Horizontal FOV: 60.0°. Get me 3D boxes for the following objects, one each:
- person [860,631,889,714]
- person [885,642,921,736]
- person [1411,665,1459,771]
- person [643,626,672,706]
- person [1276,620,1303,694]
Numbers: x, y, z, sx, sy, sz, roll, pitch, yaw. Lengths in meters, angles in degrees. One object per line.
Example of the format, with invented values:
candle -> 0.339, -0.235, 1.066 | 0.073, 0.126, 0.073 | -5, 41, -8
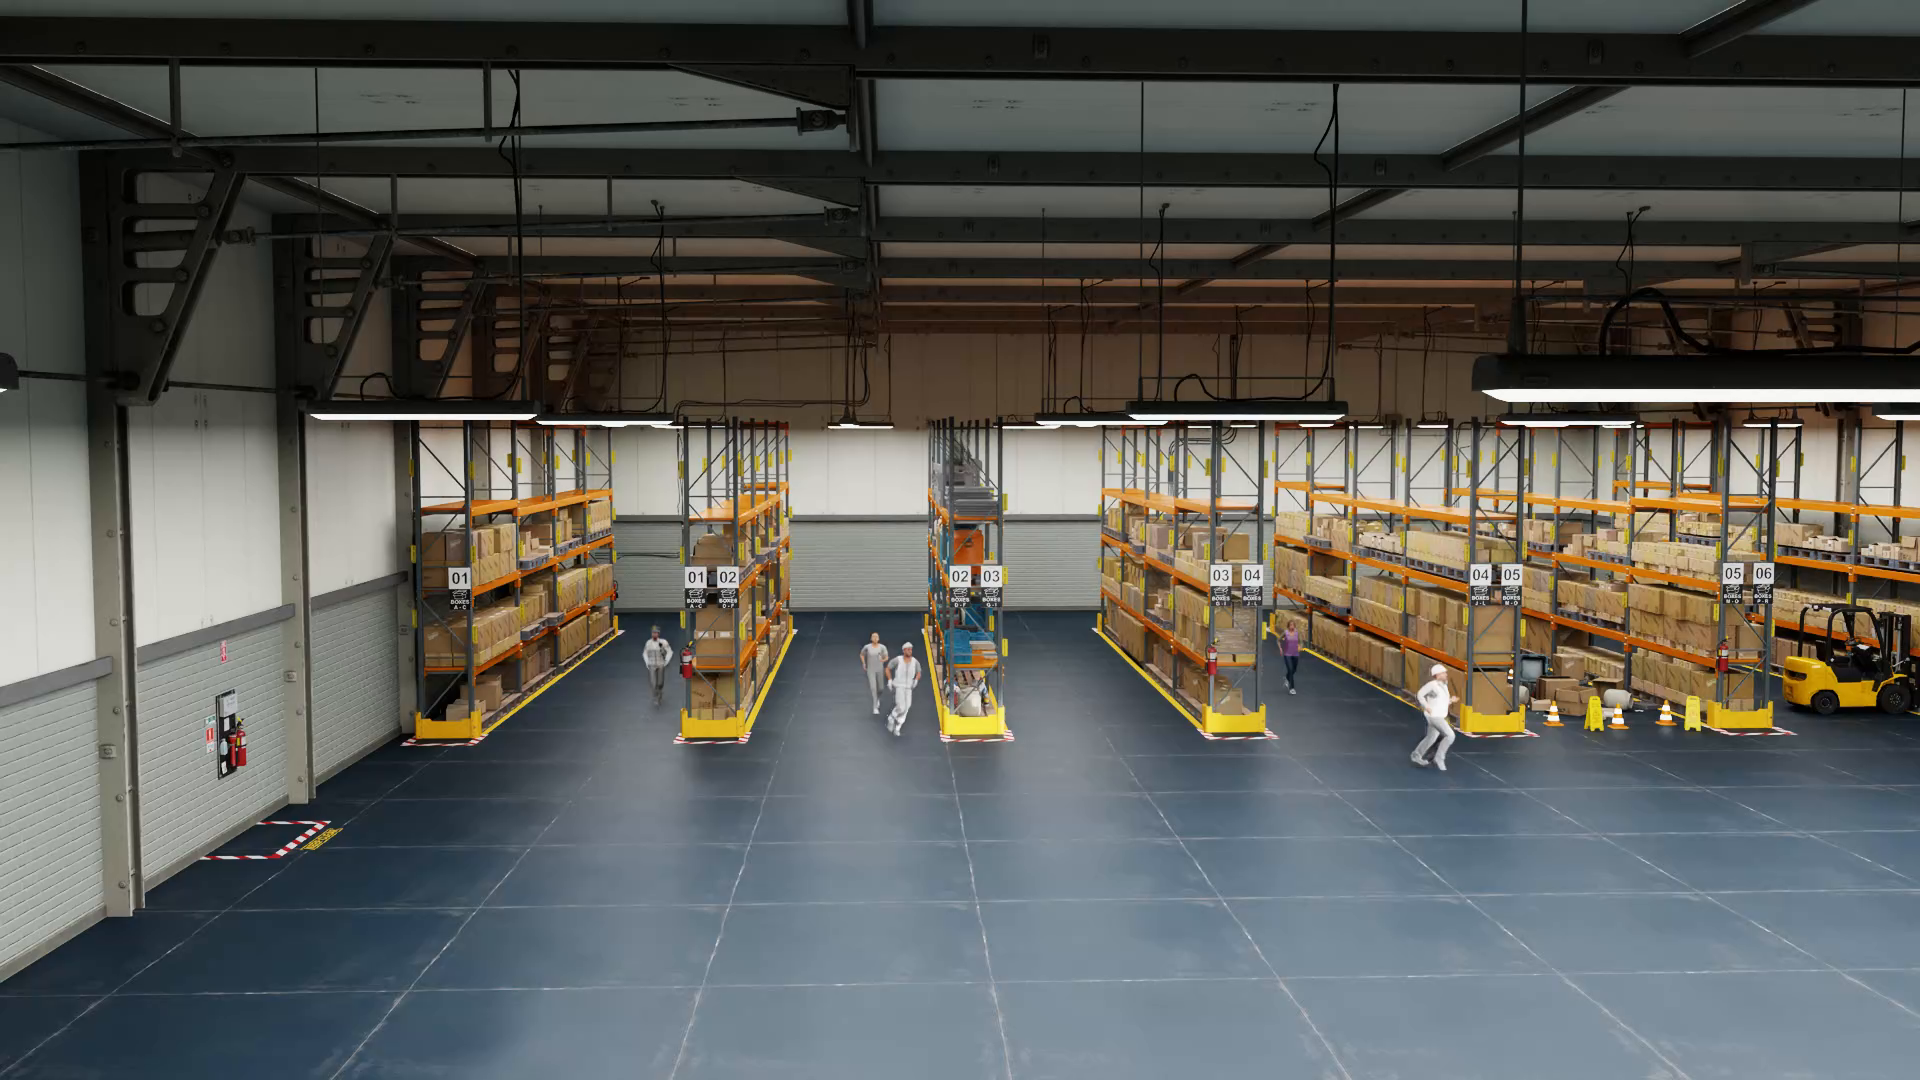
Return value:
person -> -1.735, 2.676, 33.875 | 0.575, 1.645, 0.914 | -1, 4, -10
person -> -1.028, 2.817, 31.390 | 0.662, 1.759, 0.557 | -2, 4, -24
person -> 8.064, 3.008, 28.248 | 0.786, 1.799, 0.640 | 2, 4, 29
person -> -6.348, 2.628, 34.866 | 0.618, 1.668, 0.511 | 0, 4, 0
person -> 7.239, 2.543, 36.472 | 0.559, 1.583, 0.855 | 0, 4, -6
